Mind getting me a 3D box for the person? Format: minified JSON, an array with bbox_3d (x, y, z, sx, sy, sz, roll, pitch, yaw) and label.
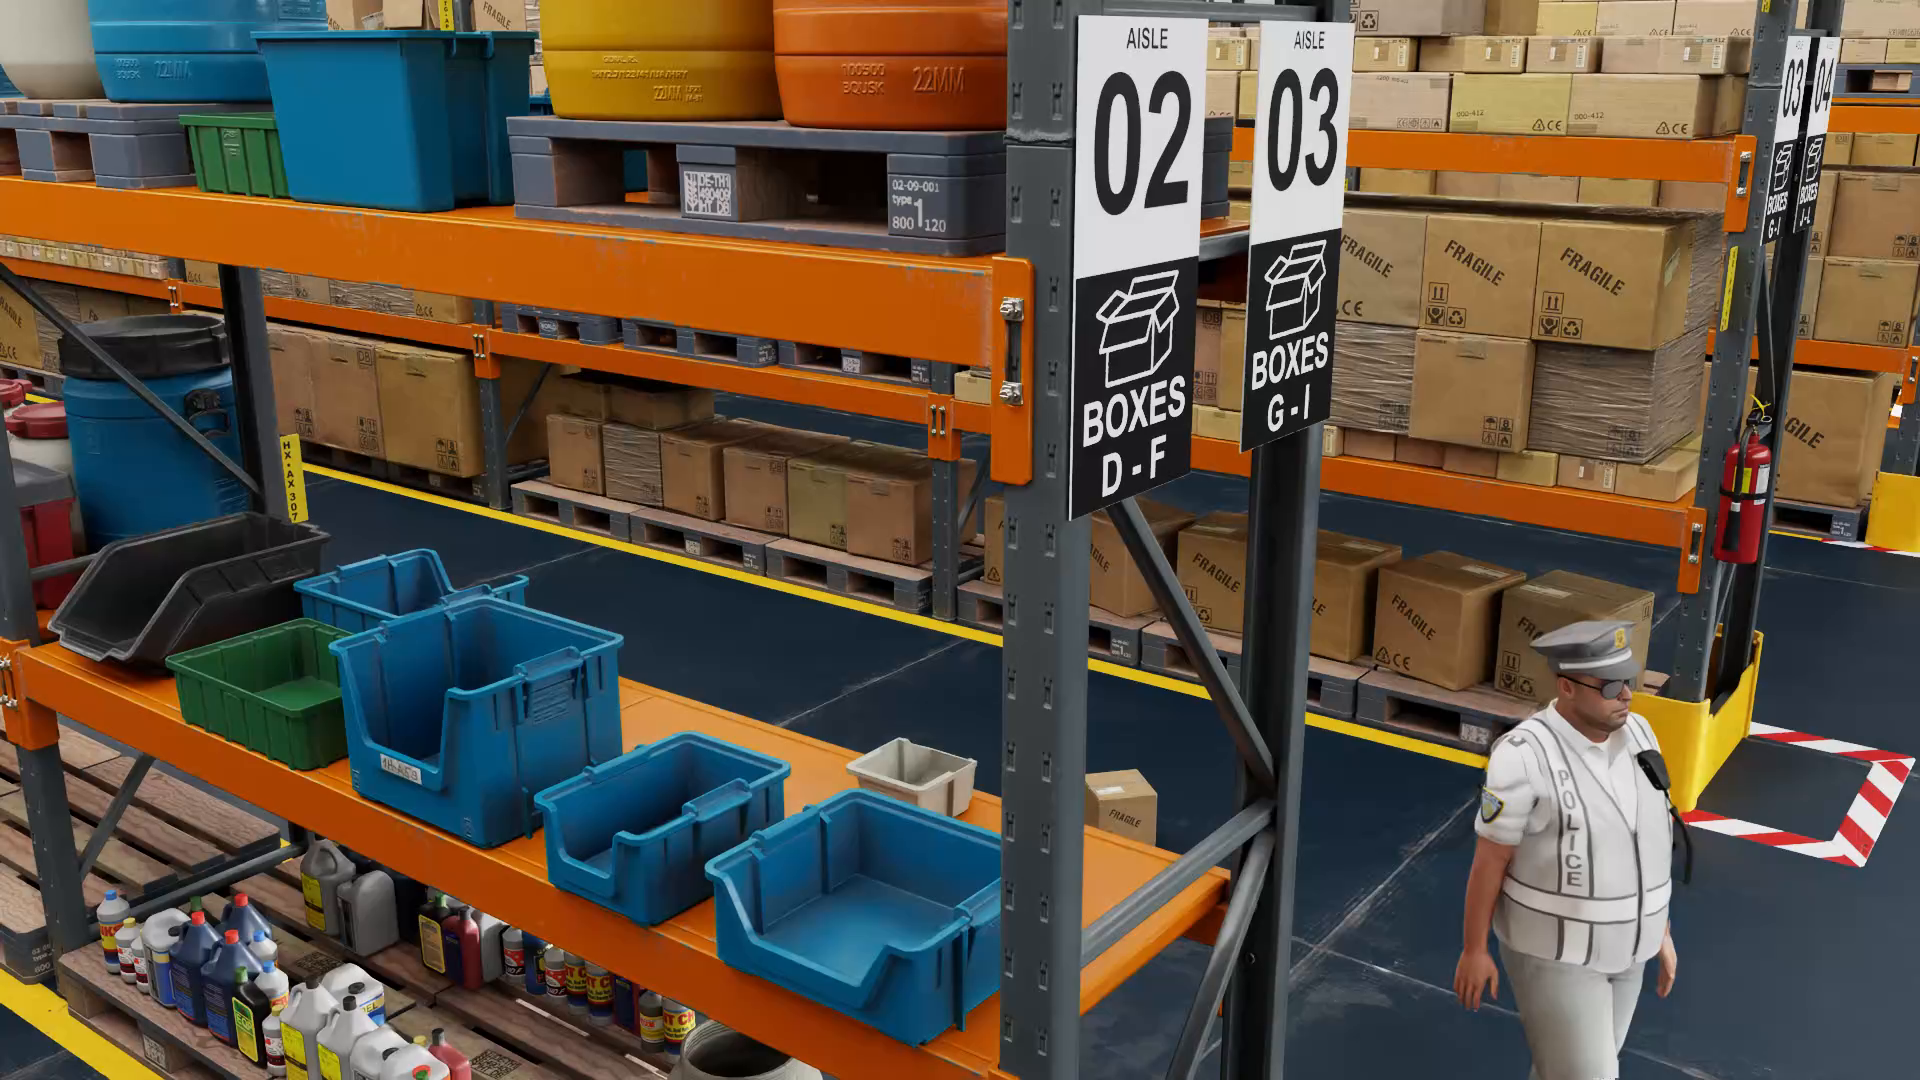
[{"bbox_3d":[1.638,1.095,4.337,0.576,1.839,0.489,-8,18,-26],"label":"person"}]
